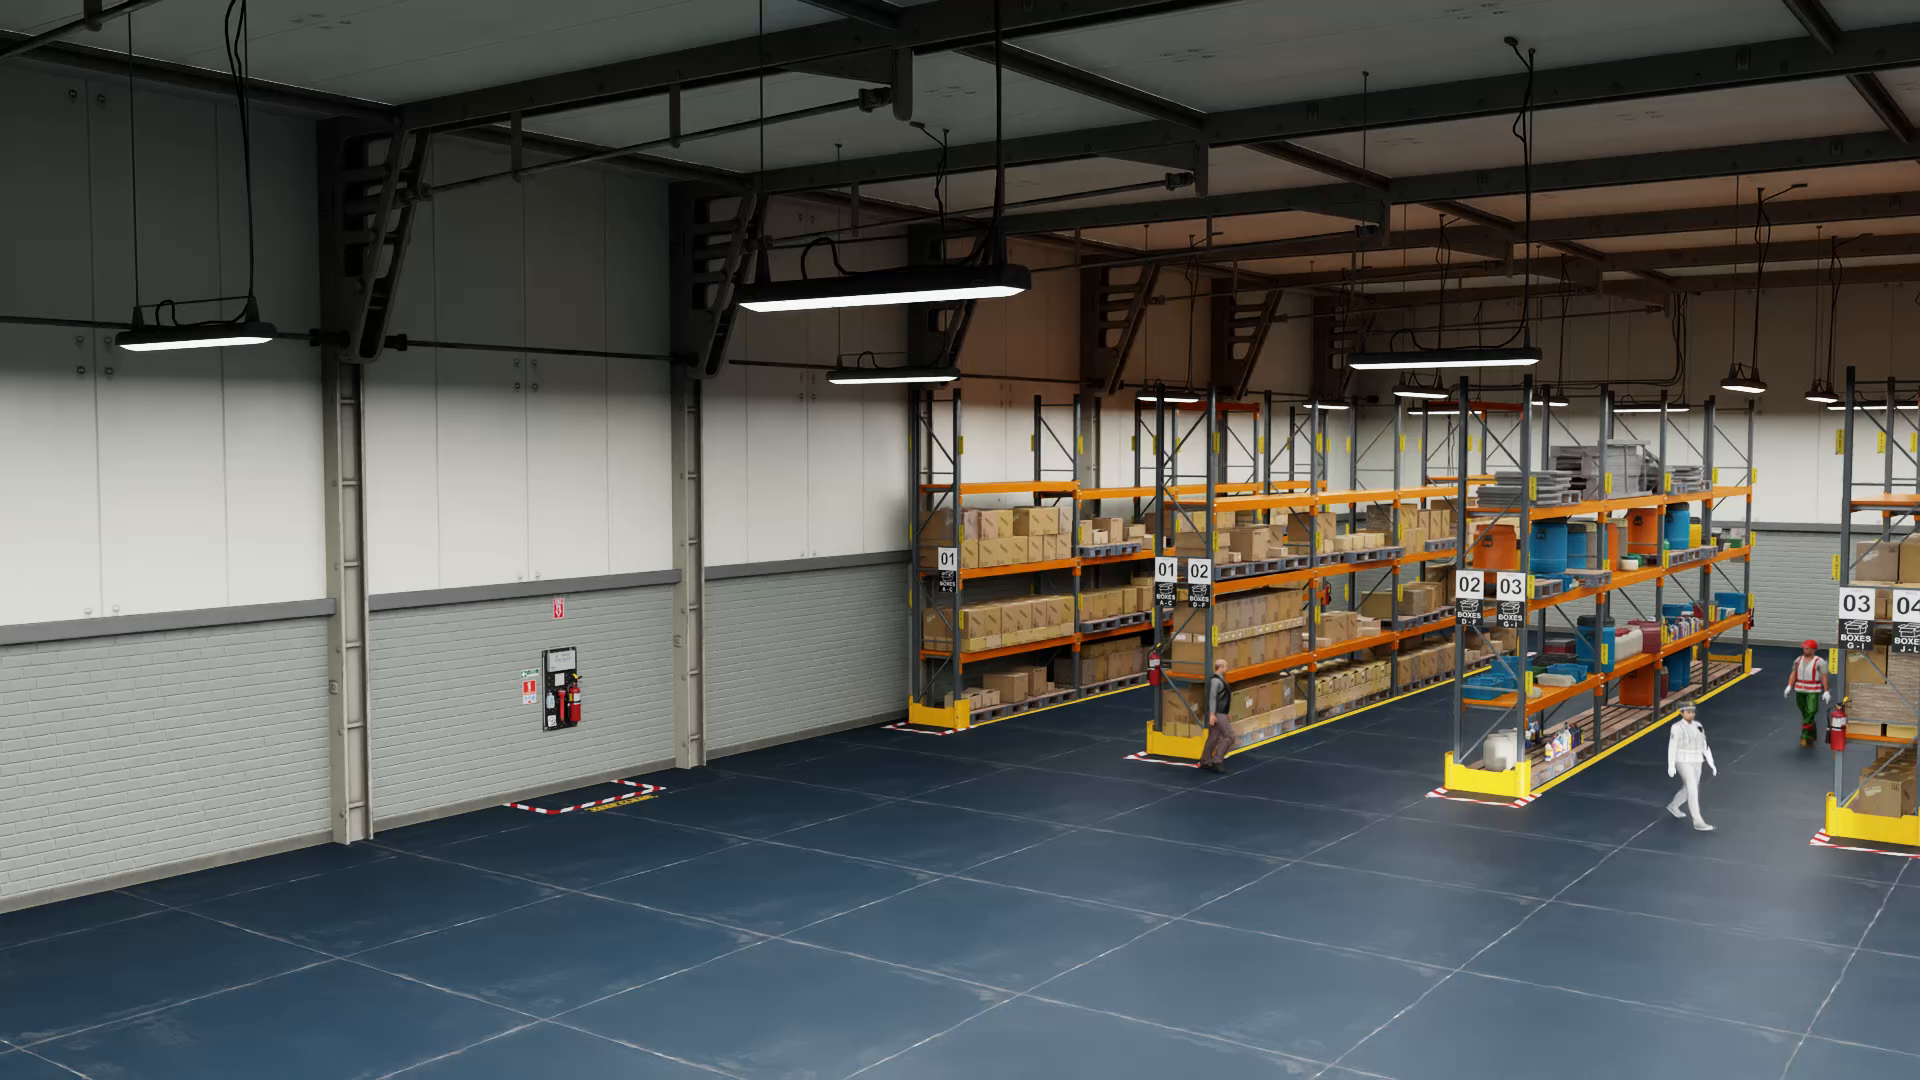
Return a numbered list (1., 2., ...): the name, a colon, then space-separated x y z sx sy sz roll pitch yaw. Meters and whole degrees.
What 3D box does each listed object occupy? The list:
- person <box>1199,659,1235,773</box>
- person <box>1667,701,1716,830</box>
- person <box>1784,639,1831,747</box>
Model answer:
1. person: 3.945 2.678 25.497 0.539 1.704 0.605 1 3 11
2. person: 9.585 2.923 21.808 0.504 1.648 0.925 -1 3 -18
3. person: 14.087 2.524 27.709 0.978 1.731 0.643 -3 4 -38
